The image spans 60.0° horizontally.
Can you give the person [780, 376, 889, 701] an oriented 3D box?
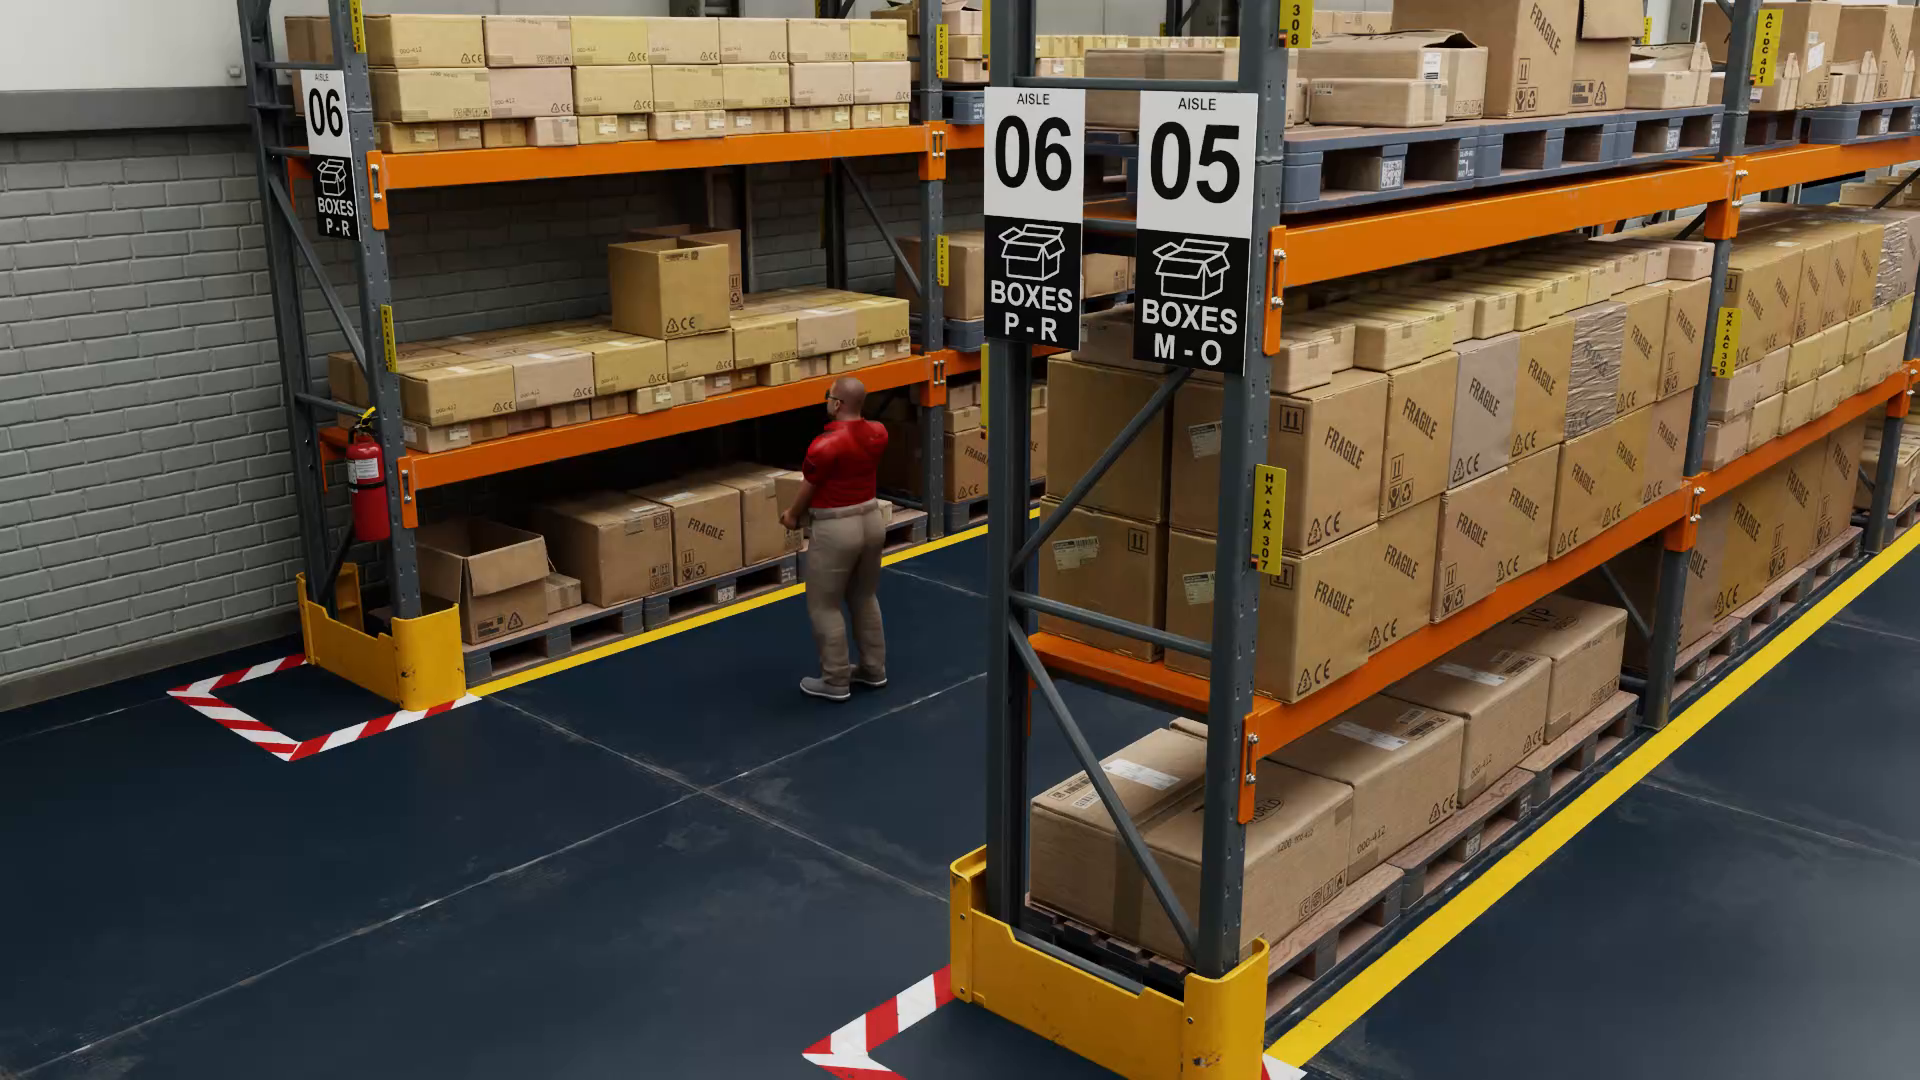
[{"bbox_3d":[-0.676,-0.034,8.703,0.531,1.713,0.494,15,22,40],"label":"person"}]
